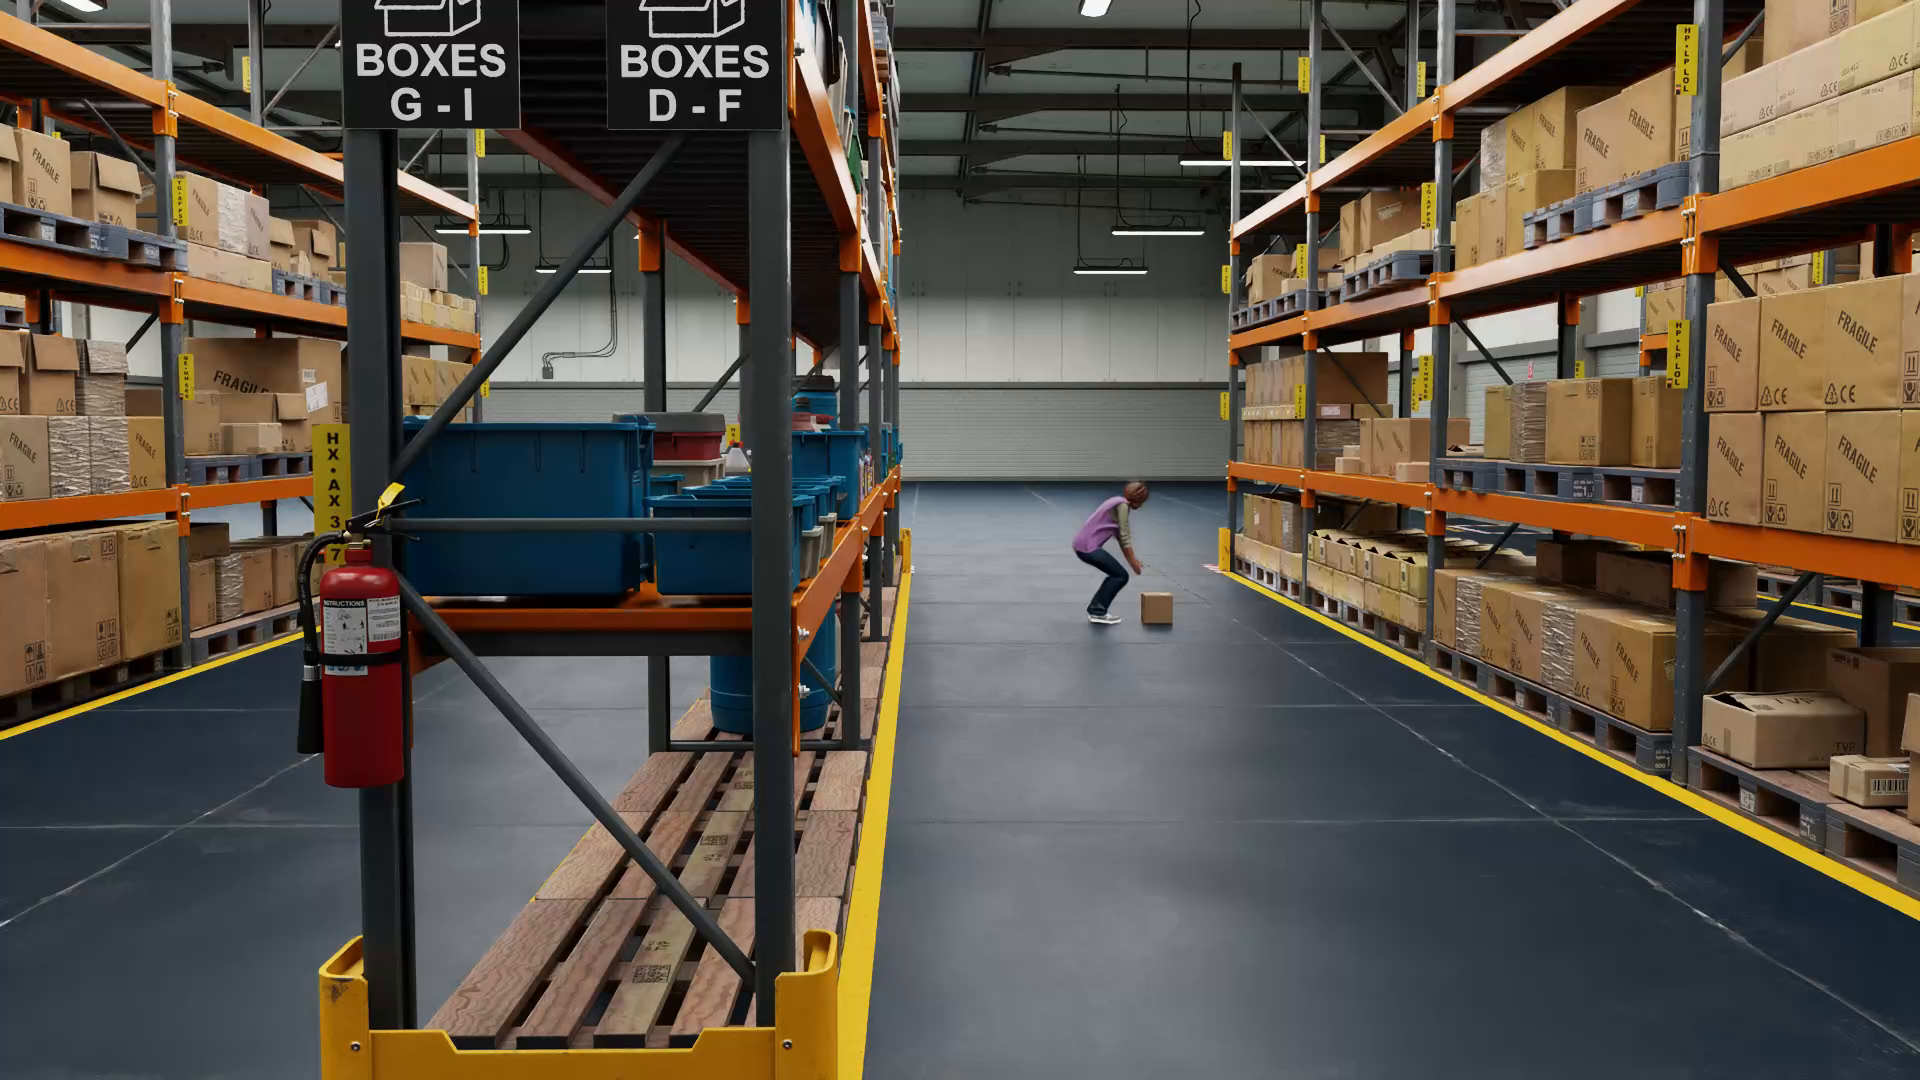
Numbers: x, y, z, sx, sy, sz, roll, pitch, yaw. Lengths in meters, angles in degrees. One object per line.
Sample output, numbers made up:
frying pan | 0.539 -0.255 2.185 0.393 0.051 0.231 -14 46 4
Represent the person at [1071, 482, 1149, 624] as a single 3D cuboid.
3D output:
person | 1.328 0.117 14.755 0.688 1.227 0.462 0 4 -1
